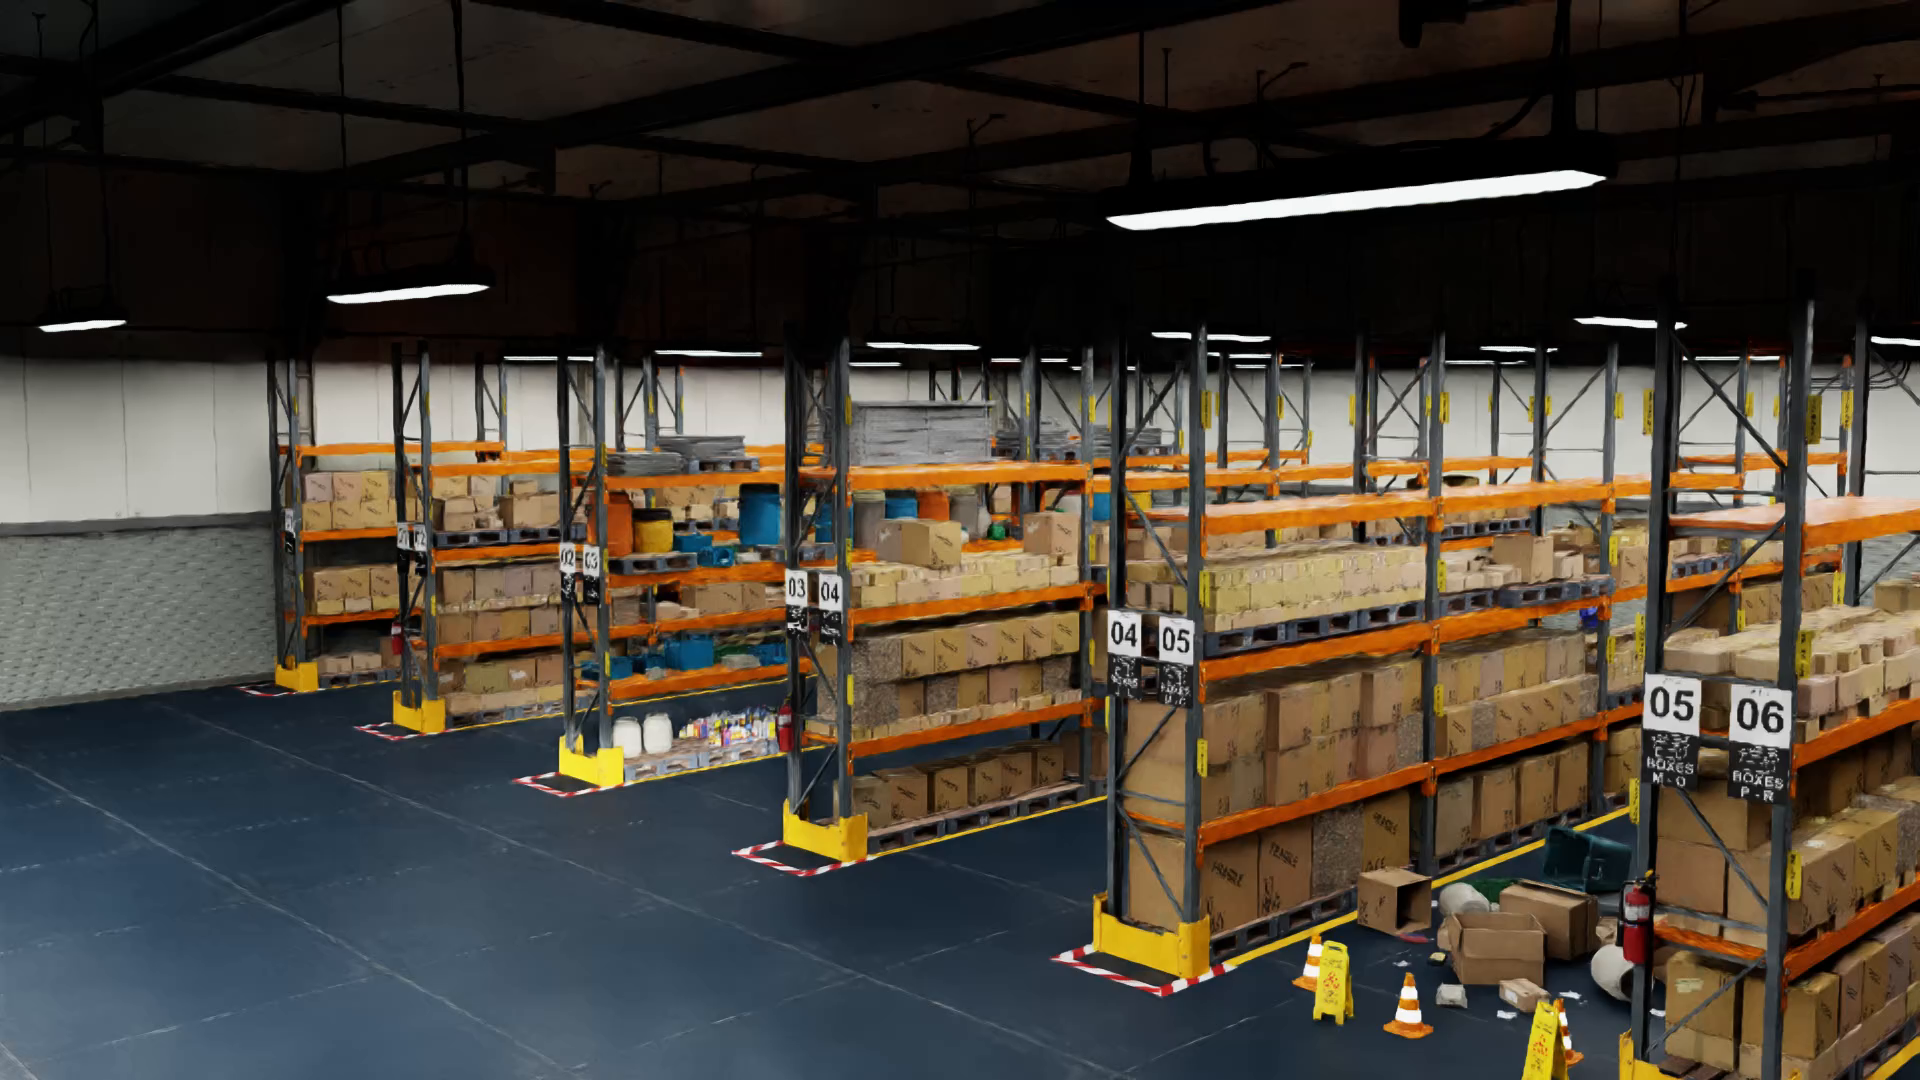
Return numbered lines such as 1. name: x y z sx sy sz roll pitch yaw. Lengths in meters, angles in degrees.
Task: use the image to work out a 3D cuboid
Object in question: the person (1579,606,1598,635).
1. person: 11.362 1.715 30.264 0.631 1.647 0.444 -2 5 -18
